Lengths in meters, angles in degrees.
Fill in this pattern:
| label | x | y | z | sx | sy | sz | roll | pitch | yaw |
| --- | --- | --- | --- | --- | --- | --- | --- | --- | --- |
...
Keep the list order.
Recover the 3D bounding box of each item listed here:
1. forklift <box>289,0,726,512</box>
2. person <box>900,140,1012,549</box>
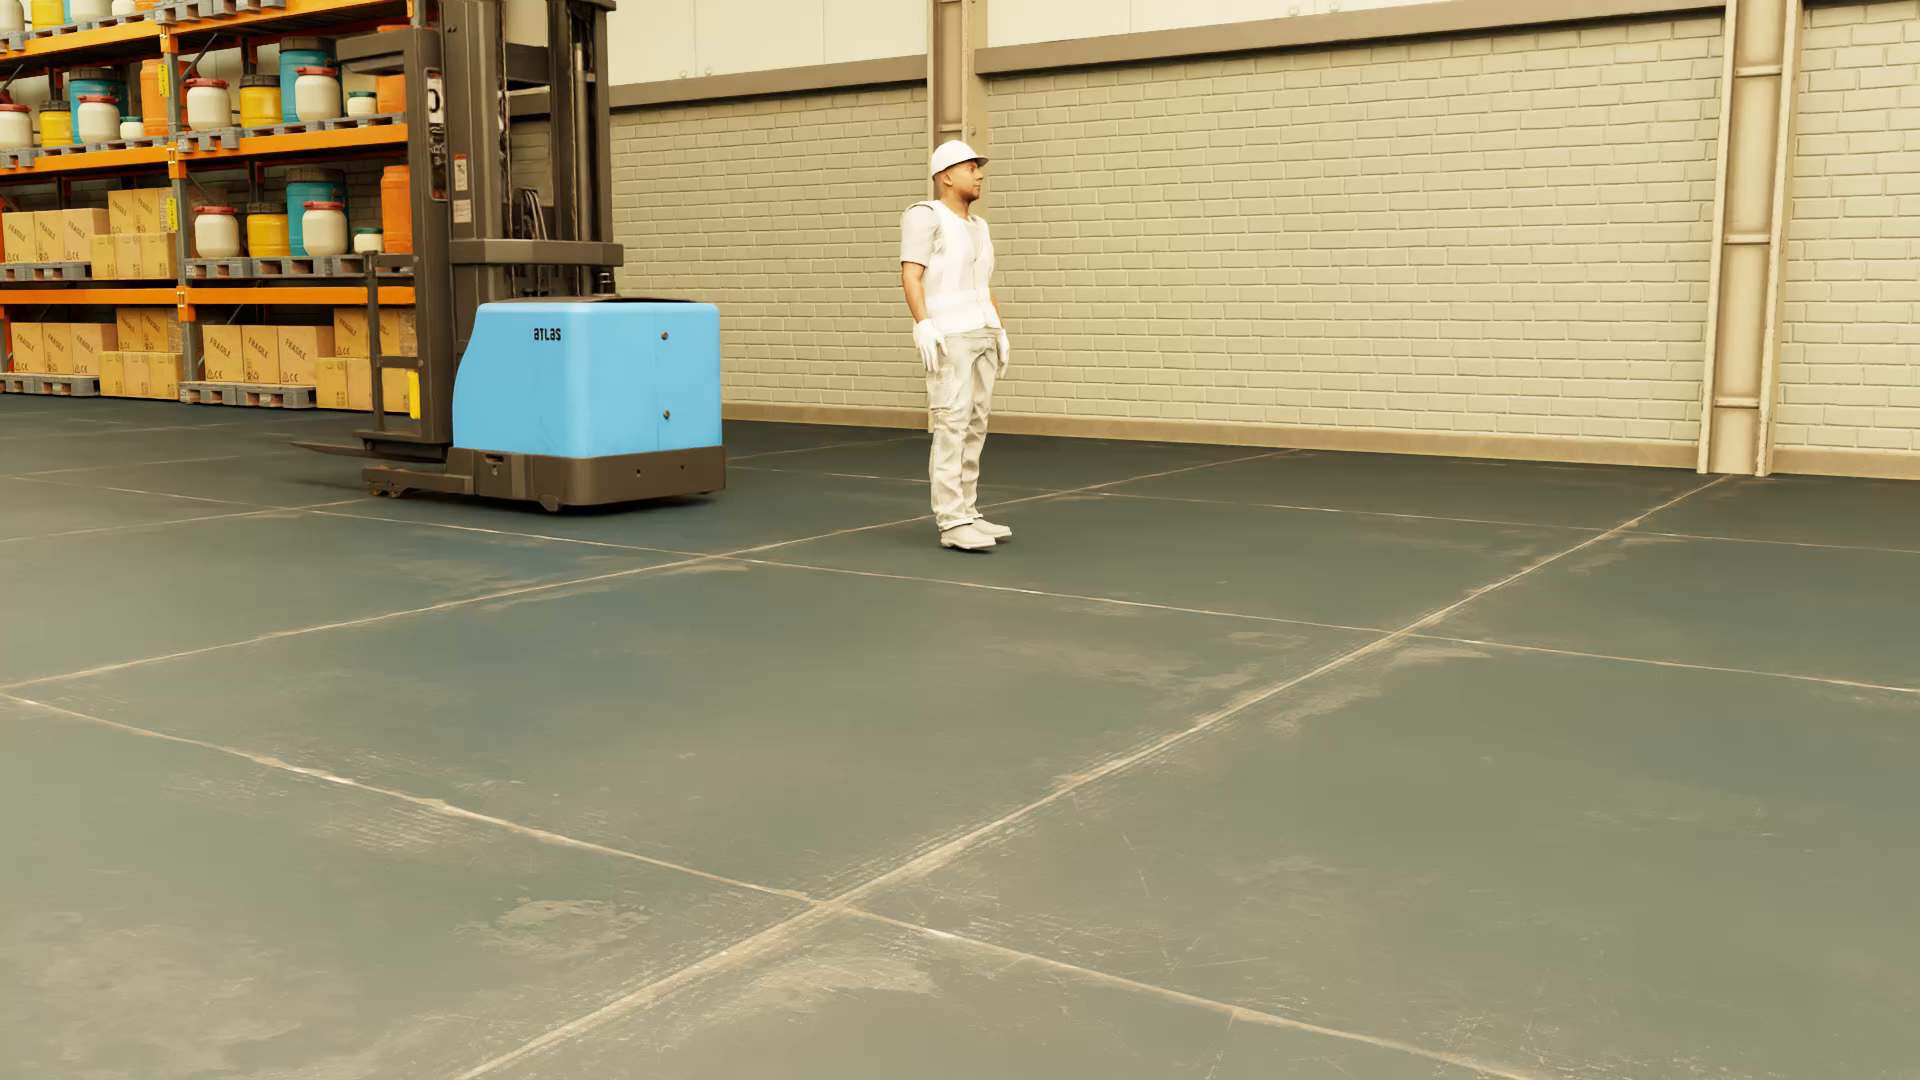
| label | x | y | z | sx | sy | sz | roll | pitch | yaw |
| --- | --- | --- | --- | --- | --- | --- | --- | --- | --- |
| forklift | -2.742 | -1.735 | 9.394 | 3.031 | 2.935 | 1.130 | 6 | 10 | 38 |
| person | 0.055 | -0.883 | 7.430 | 0.575 | 1.785 | 0.657 | 5 | 10 | 34 |
